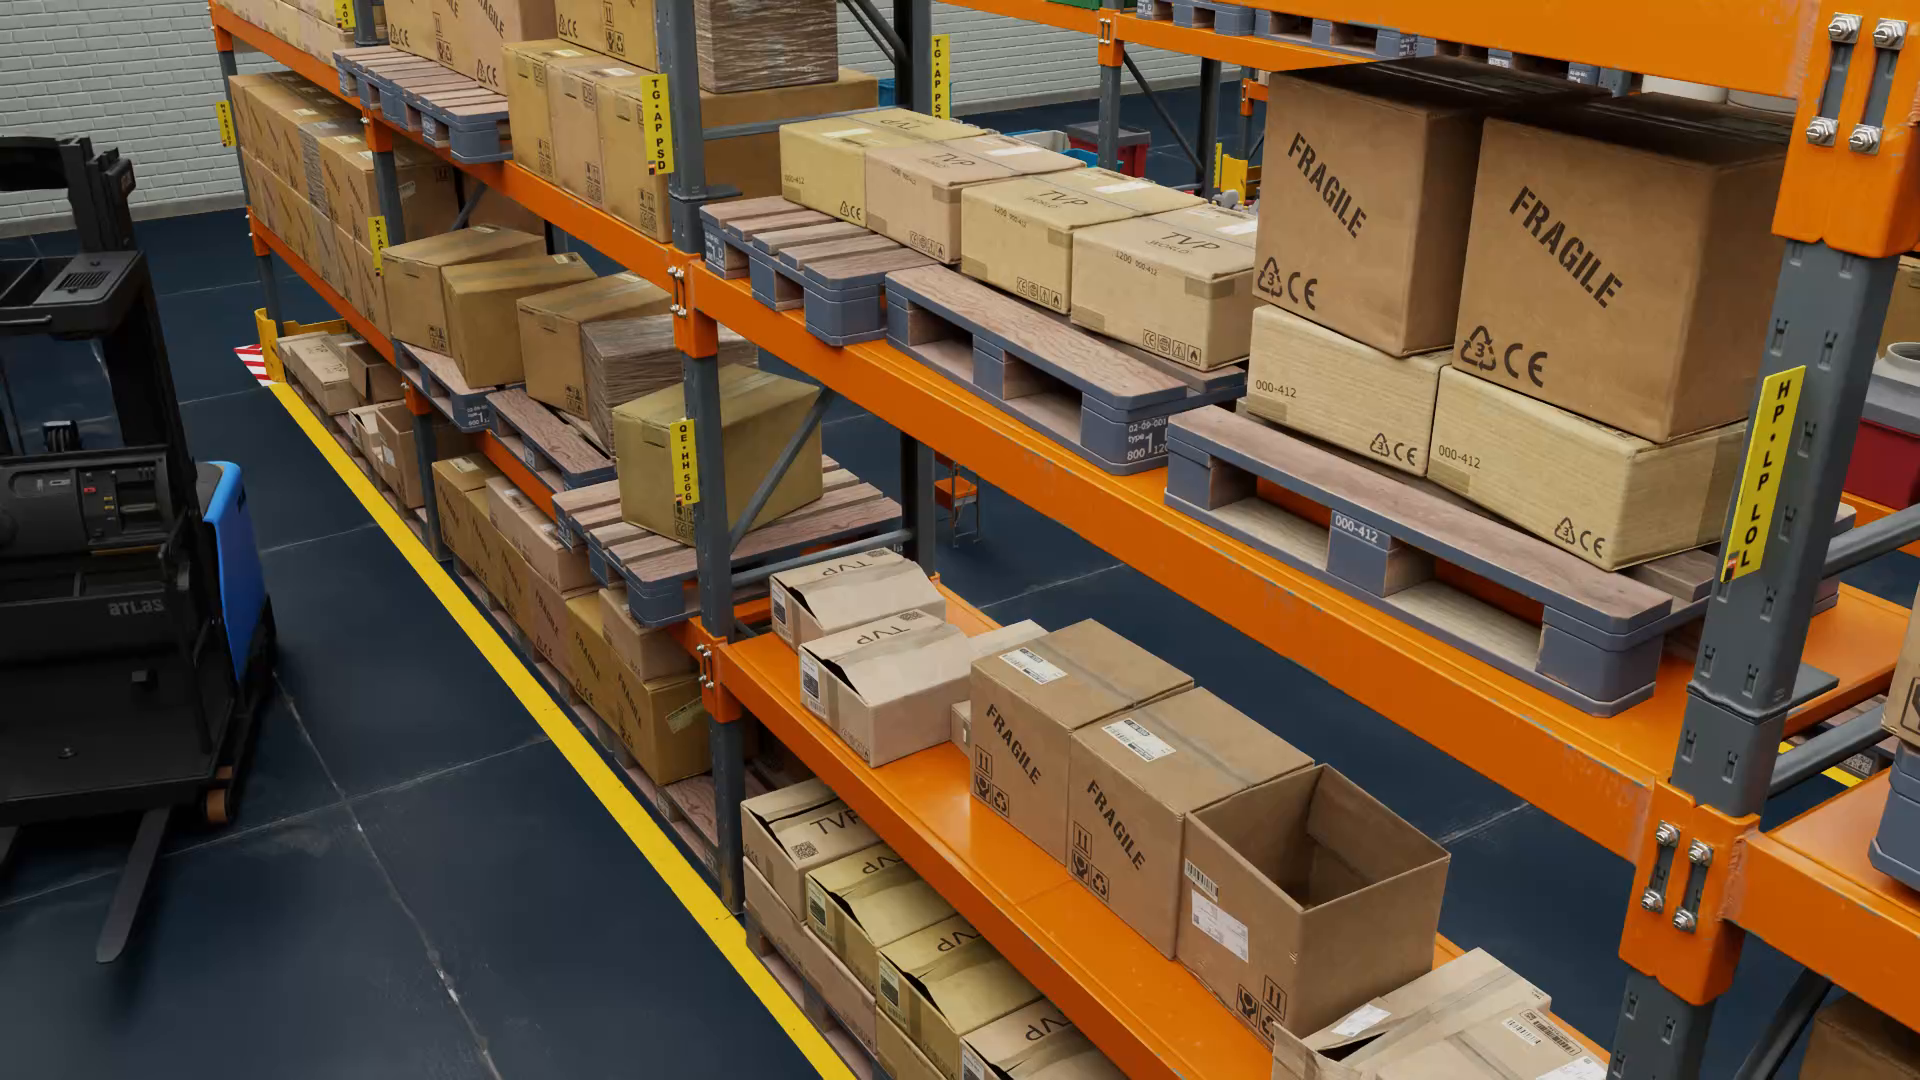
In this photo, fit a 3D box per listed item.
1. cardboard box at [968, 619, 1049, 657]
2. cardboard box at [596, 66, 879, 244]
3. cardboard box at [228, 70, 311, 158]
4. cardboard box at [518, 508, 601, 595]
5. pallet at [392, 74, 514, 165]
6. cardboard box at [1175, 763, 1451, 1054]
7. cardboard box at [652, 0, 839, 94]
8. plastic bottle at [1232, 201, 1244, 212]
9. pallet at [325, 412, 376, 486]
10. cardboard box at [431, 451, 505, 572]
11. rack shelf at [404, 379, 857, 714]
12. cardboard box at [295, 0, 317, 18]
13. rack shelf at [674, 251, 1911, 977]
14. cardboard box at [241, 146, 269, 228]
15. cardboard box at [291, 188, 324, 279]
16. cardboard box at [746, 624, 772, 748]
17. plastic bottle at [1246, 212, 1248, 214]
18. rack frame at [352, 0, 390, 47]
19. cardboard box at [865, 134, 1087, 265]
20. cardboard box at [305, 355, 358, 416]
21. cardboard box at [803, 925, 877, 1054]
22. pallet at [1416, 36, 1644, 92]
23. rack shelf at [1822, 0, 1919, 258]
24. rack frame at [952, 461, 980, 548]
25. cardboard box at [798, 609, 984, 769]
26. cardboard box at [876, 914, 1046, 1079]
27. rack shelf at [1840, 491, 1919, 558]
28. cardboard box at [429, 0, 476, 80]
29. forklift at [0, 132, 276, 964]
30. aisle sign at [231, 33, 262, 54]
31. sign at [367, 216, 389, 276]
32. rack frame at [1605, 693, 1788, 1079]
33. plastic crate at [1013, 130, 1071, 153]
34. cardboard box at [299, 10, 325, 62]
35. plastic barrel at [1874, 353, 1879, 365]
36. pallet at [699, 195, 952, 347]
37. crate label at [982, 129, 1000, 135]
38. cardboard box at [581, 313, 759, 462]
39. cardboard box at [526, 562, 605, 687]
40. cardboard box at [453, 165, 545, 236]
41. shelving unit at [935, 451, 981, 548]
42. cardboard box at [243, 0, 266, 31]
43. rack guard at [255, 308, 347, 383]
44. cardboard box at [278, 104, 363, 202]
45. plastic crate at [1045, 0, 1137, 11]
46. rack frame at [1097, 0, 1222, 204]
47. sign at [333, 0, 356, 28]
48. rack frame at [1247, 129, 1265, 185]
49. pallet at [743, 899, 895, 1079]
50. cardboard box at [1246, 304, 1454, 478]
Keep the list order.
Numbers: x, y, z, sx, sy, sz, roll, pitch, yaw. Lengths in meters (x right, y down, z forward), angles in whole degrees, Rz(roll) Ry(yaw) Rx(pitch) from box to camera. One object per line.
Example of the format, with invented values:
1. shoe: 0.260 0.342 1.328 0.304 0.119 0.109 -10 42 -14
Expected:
1. cardboard box: 0.171 0.449 6.080 0.380 0.149 0.250 -16 29 -30
2. cardboard box: -0.818 -1.472 6.224 0.910 0.500 0.500 -16 29 -30
3. cardboard box: -4.897 -3.061 11.932 0.500 0.500 0.500 -15 29 -28
4. cardboard box: -1.855 0.006 8.258 0.500 0.250 0.500 -16 30 -31
5. pallet: -1.869 -2.005 7.689 1.213 0.211 1.003 -16 29 -30
6. cardboard box: 0.939 0.996 4.509 0.500 0.500 0.500 -13 28 -26
7. cardboard box: -0.784 -1.934 6.030 0.500 0.500 0.500 -16 29 -30
8. plastic bottle: 1.990 -2.315 11.874 0.097 0.201 0.097 0 25 0
9. pallet: -3.779 -0.774 11.644 1.003 0.211 1.213 -16 29 -30
10. cardboard box: -2.675 -0.192 9.555 0.500 0.500 0.500 -17 30 -32
11. rack shelf: -1.643 -0.312 8.240 1.077 0.370 4.000 -16 29 -30
12. cardboard box: -3.498 -3.158 9.502 0.500 0.250 0.500 -16 29 -30
13. rack shelf: 0.541 -0.238 4.569 1.077 0.370 4.000 -16 29 -30
14. cardboard box: -4.897 -2.609 12.145 0.500 0.500 0.500 -15 29 -29
15. cardboard box: -4.068 -2.066 10.996 0.500 0.500 0.500 -15 29 -29
16. cardboard box: -0.851 0.594 7.891 0.500 0.500 0.500 -17 30 -31
17. plastic bottle: 2.008 -2.184 11.596 0.097 0.201 0.097 0 25 0
18. rack frame: -2.735 -4.066 8.322 1.000 3.000 0.127 -16 29 -30
19. cardboard box: 0.045 -1.068 5.169 0.500 0.250 0.500 -15 29 -28
20. cardboard box: -4.313 -1.121 11.816 0.500 0.250 0.500 -16 29 -30
21. cardboard box: -0.236 1.567 6.147 0.500 0.250 0.500 -16 30 -31
22. pallet: 3.265 -2.643 9.042 1.003 0.211 1.213 -16 29 -30
23. rack shelf: 2.724 0.017 0.984 1.077 0.370 4.000 -16 29 -30
24. rack frame: 0.037 -0.450 9.974 0.200 1.050 0.008 -16 29 -30
25. cardboard box: -0.225 0.483 5.817 0.500 0.311 0.500 -16 30 -30
26. cardboard box: 0.059 1.502 5.626 0.500 0.311 0.500 -16 30 -31
27. rack shelf: 4.693 -0.035 7.652 1.077 0.370 4.000 -16 29 -30
28. cardboard box: -2.138 -2.559 7.916 0.600 0.600 0.600 -16 30 -30
29. forklift: -3.892 -0.117 7.065 1.130 2.935 3.031 -6 26 -12
30. aisle sign: -5.202 -3.915 11.985 0.394 0.787 0.004 -16 29 -30
31. sign: -3.185 -1.615 9.144 0.100 0.325 0.005 -16 29 -30
32. rack frame: 1.632 1.508 3.541 1.000 3.000 0.127 -16 29 -30
33. plastic crate: 0.738 -3.069 13.305 0.437 0.282 0.530 -16 29 -30
34. cardboard box: -3.487 -2.935 9.615 0.500 0.250 0.500 -16 29 -30
35. plastic barrel: 4.341 -0.808 8.316 0.421 0.512 0.421 0 25 0
36. pallet: -0.106 -0.971 5.501 1.213 0.211 1.003 -14 29 -27
37. crate label: 0.149 -3.394 14.165 0.396 0.136 0.243 -16 29 -30
38. cardboard box: -1.329 -0.728 7.669 0.700 0.500 0.500 -10 27 -20
39. cardboard box: -1.832 0.358 8.391 0.500 0.500 0.500 -17 30 -31
40. cardboard box: -2.756 -2.084 9.863 0.500 0.500 0.500 -15 29 -28
41. shelving unit: -0.029 -0.494 10.066 0.215 1.050 0.252 -16 29 -30
42. cardboard box: -4.315 -3.469 10.747 0.500 0.250 0.500 -16 29 -30
43. rack guard: -4.877 -1.626 13.109 1.175 0.500 0.348 -16 29 -30
44. cardboard box: -4.058 -2.514 10.773 0.500 0.500 0.500 -16 30 -30
45. plastic crate: 0.933 -3.848 11.621 0.450 0.188 0.662 -16 29 -30
46. rack frame: 1.417 -2.506 12.045 1.000 3.000 0.127 -16 29 -30
47. sign: -3.185 -2.814 8.578 0.100 0.325 0.005 -16 29 -30
48. rack frame: 3.386 -5.092 17.522 0.949 2.616 0.053 -16 29 -30
49. pallet: -0.135 1.642 6.524 1.003 0.211 1.213 -16 29 -30
50. cardboard box: 1.002 -0.388 3.729 0.500 0.250 0.500 -19 31 -34
